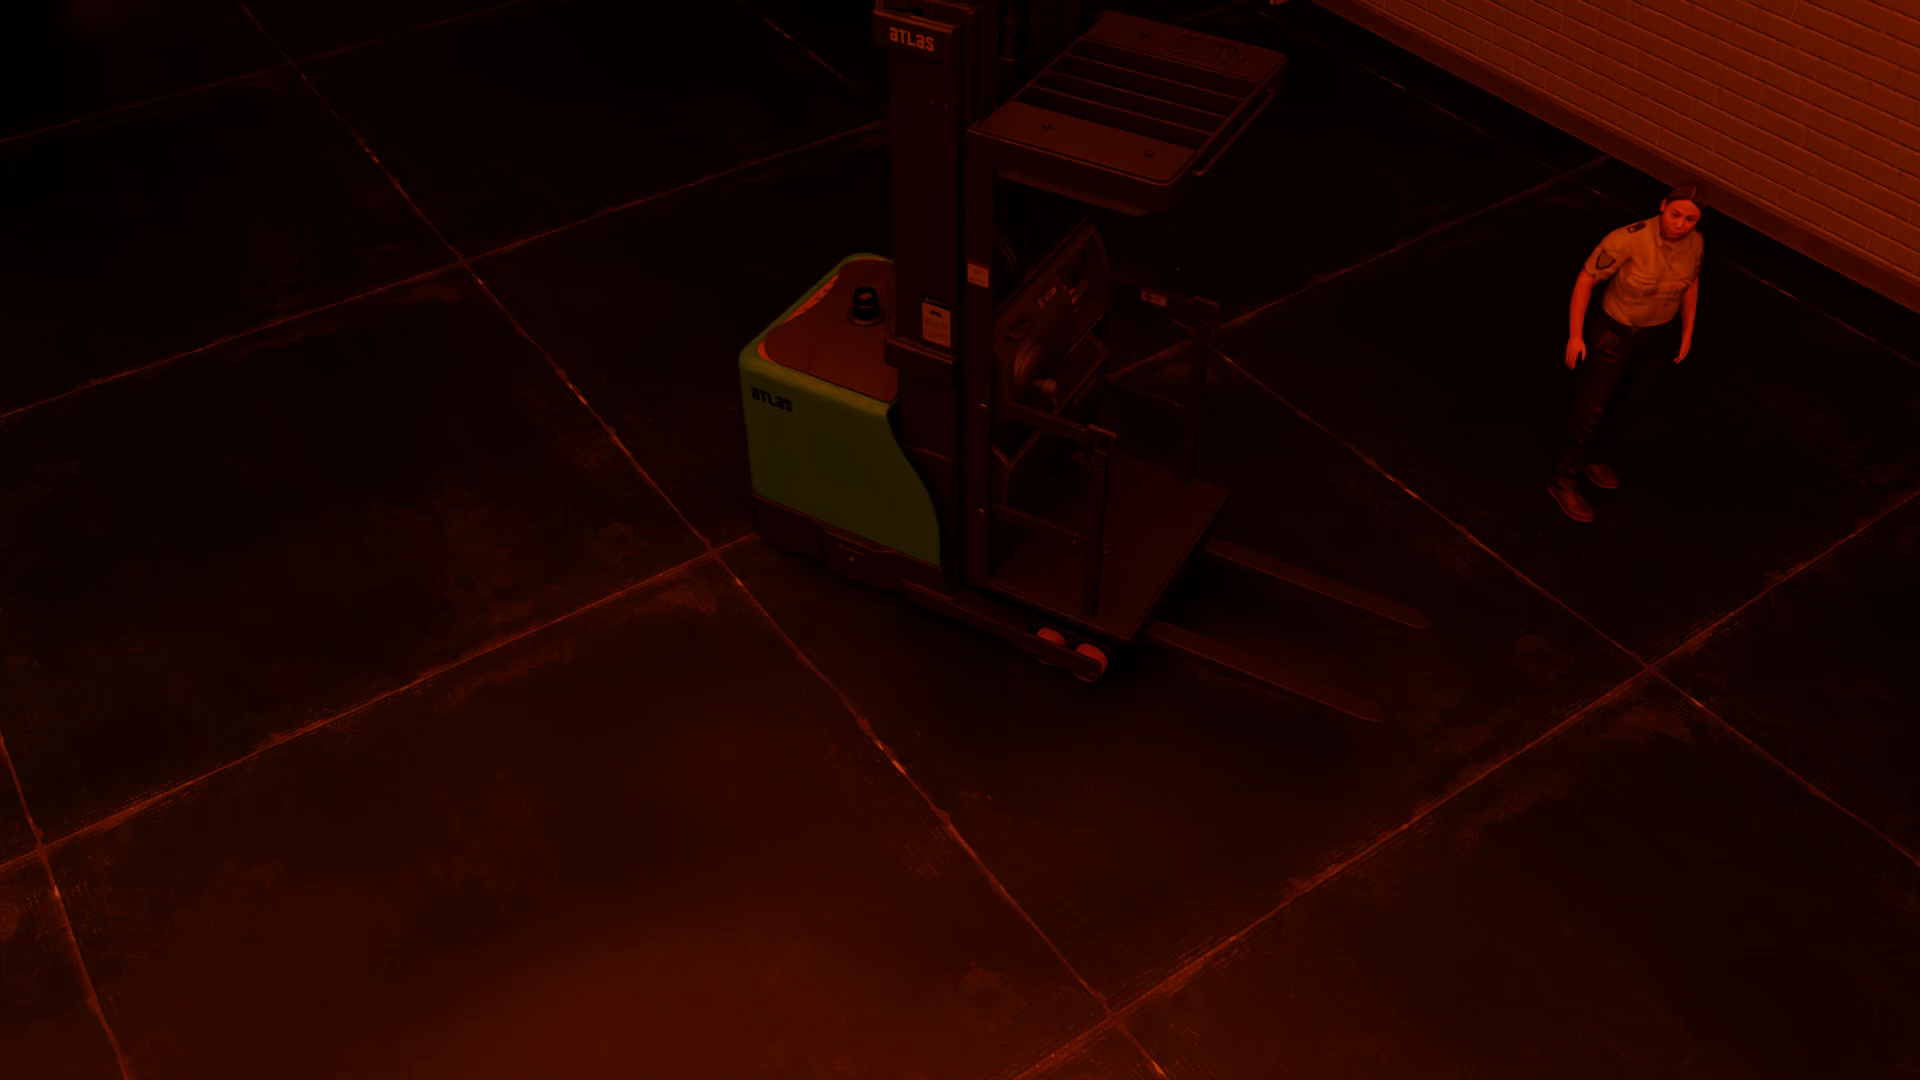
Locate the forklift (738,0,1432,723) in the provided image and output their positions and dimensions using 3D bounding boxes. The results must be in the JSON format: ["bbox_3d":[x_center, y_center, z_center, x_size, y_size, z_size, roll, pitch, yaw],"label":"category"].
[{"bbox_3d":[0.557,-0.878,6.668,3.031,2.935,1.130,21,47,21],"label":"forklift"}]

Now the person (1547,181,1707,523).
[{"bbox_3d":[3.093,-0.869,7.609,0.653,1.647,0.492,-12,44,-13],"label":"person"}]
